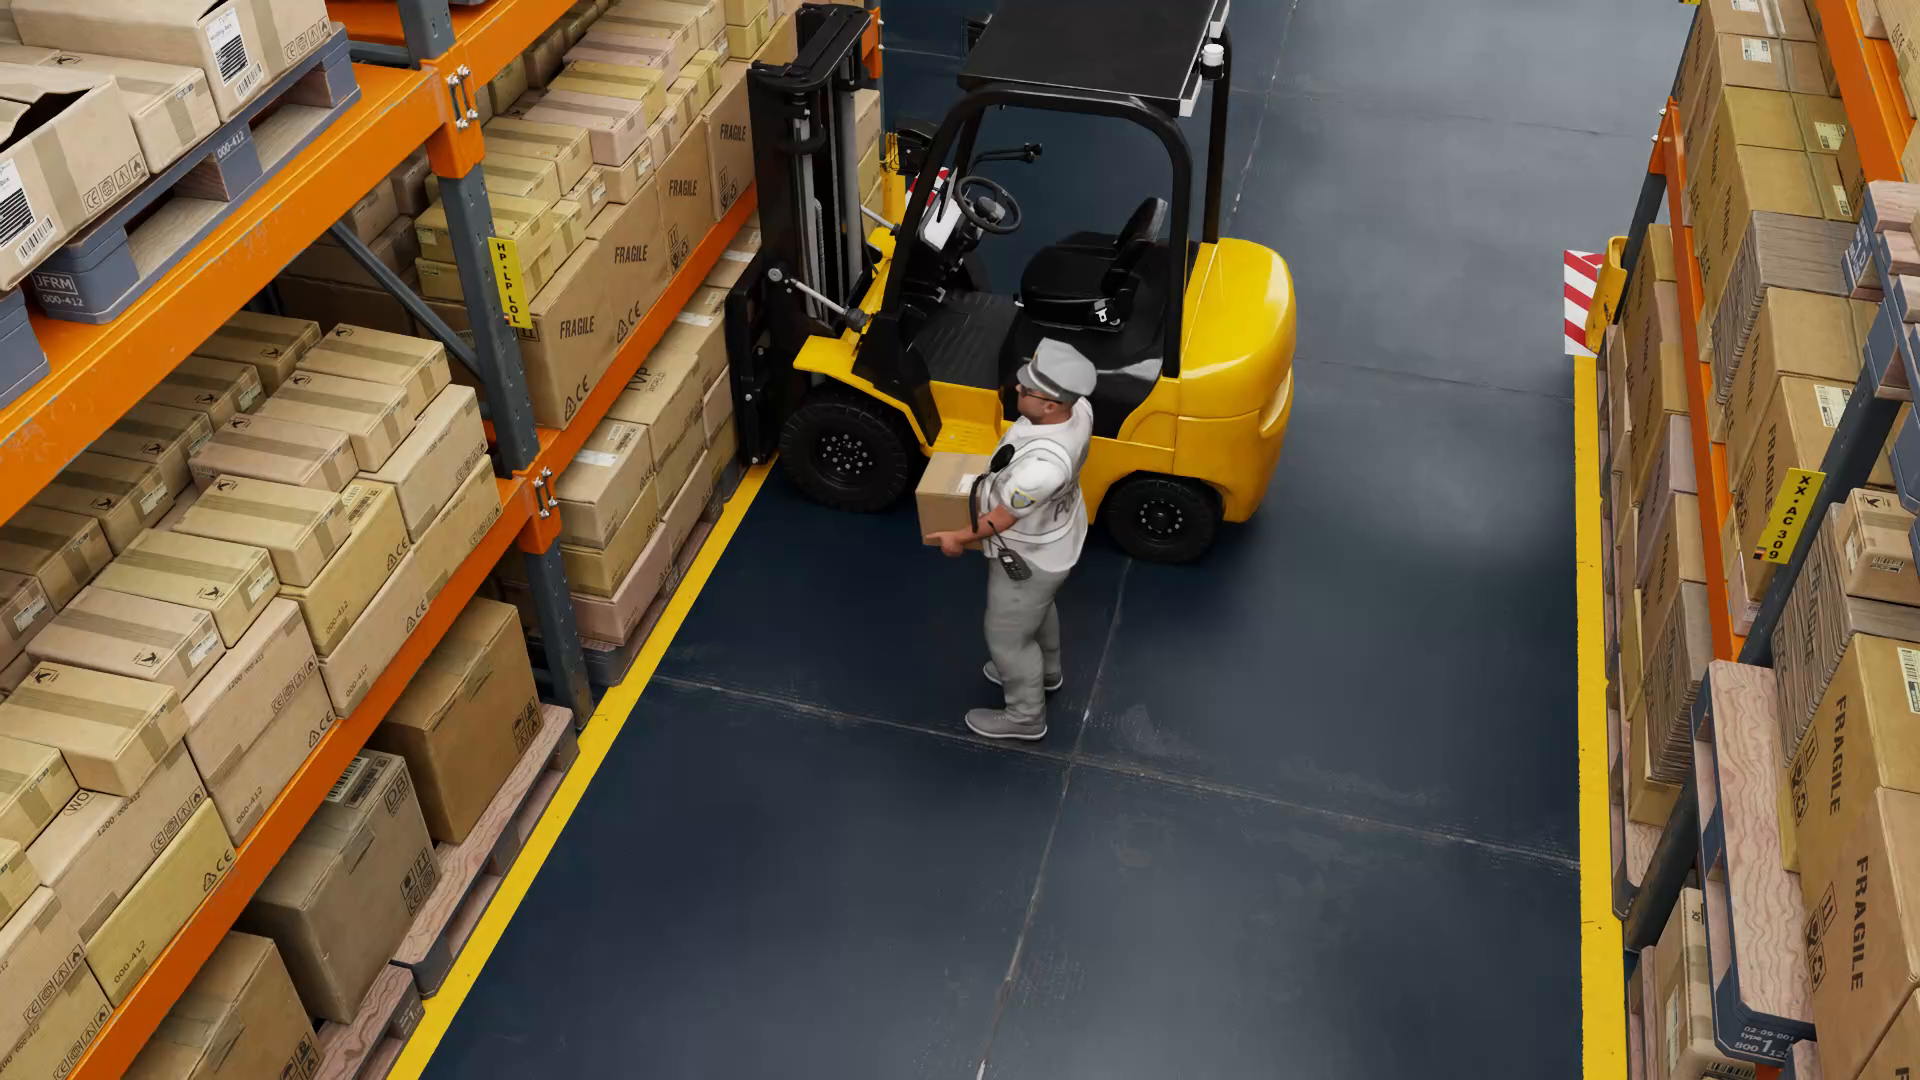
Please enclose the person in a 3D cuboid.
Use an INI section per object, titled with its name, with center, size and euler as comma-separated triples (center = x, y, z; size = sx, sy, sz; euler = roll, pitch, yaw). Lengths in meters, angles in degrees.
[person]
center = 0.182, -0.001, 6.138
size = 0.573, 1.767, 0.493
euler = 10, 42, 12
